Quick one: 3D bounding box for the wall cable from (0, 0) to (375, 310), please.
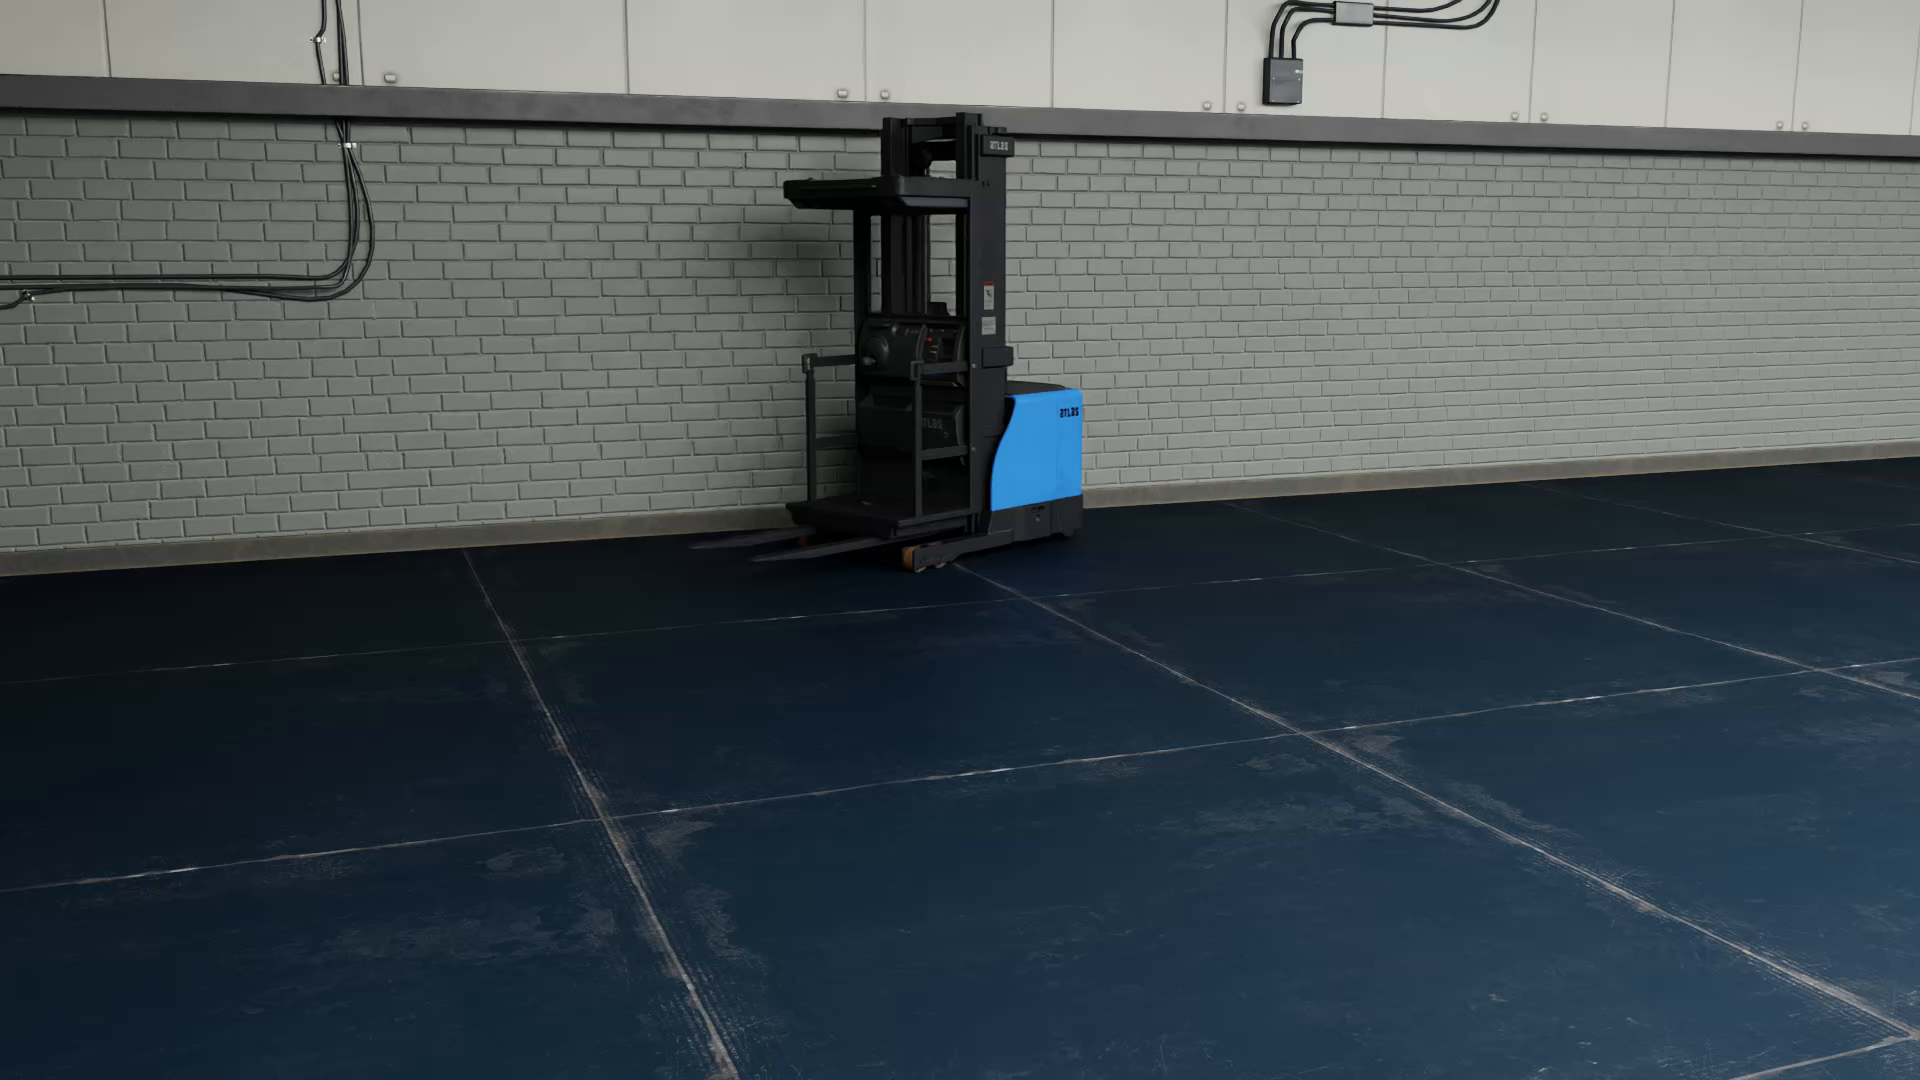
[{"bbox_3d":[-5.329,-2.717,10.363,3.097,2.526,0.112,-4,11,-21],"label":"wall cable"}]

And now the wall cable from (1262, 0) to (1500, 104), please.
[{"bbox_3d":[3.525,-6.520,13.166,2.305,6.003,0.169,-4,11,-21],"label":"wall cable"}]

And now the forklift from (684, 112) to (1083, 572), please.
[{"bbox_3d":[-0.468,-1.334,11.049,1.130,2.935,3.031,9,13,41],"label":"forklift"}]
